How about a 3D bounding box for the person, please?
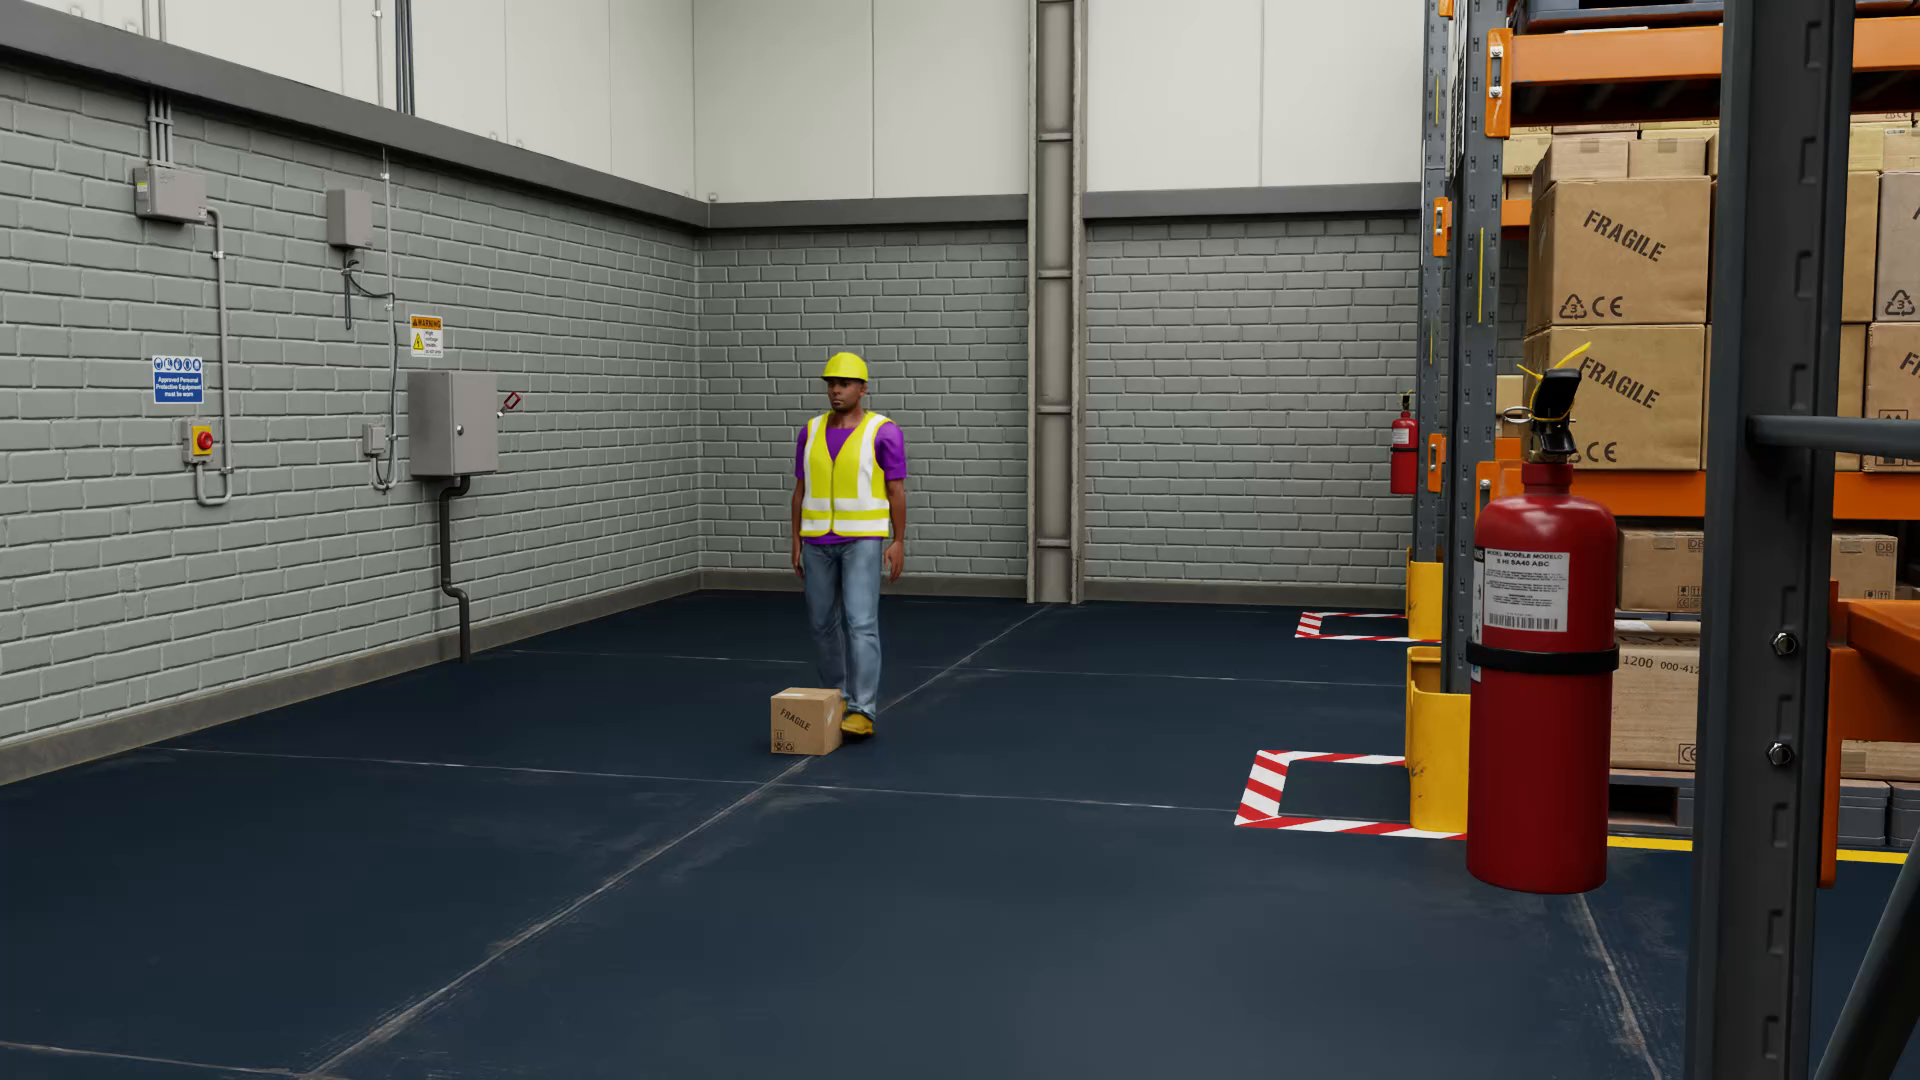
[{"bbox_3d":[-0.559,0.015,7.722,0.561,1.768,0.673,2,5,19],"label":"person"}]
